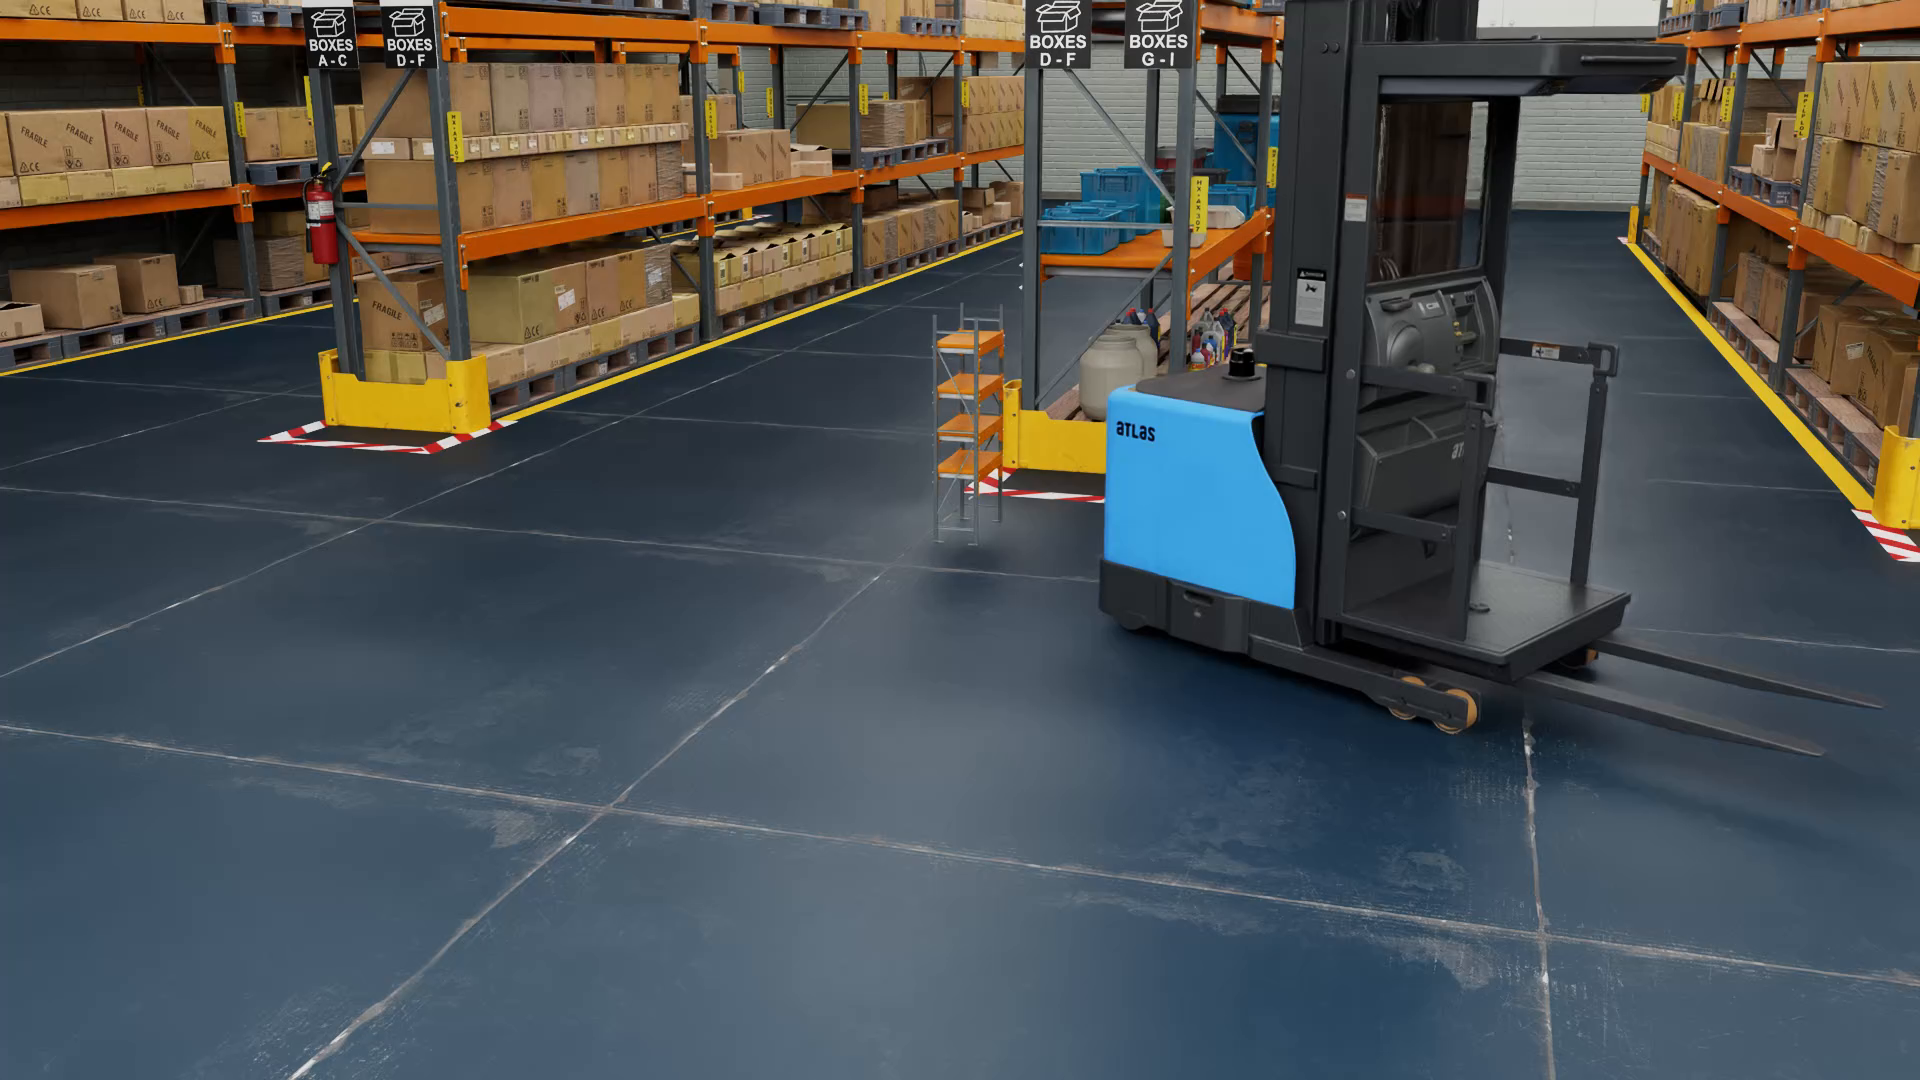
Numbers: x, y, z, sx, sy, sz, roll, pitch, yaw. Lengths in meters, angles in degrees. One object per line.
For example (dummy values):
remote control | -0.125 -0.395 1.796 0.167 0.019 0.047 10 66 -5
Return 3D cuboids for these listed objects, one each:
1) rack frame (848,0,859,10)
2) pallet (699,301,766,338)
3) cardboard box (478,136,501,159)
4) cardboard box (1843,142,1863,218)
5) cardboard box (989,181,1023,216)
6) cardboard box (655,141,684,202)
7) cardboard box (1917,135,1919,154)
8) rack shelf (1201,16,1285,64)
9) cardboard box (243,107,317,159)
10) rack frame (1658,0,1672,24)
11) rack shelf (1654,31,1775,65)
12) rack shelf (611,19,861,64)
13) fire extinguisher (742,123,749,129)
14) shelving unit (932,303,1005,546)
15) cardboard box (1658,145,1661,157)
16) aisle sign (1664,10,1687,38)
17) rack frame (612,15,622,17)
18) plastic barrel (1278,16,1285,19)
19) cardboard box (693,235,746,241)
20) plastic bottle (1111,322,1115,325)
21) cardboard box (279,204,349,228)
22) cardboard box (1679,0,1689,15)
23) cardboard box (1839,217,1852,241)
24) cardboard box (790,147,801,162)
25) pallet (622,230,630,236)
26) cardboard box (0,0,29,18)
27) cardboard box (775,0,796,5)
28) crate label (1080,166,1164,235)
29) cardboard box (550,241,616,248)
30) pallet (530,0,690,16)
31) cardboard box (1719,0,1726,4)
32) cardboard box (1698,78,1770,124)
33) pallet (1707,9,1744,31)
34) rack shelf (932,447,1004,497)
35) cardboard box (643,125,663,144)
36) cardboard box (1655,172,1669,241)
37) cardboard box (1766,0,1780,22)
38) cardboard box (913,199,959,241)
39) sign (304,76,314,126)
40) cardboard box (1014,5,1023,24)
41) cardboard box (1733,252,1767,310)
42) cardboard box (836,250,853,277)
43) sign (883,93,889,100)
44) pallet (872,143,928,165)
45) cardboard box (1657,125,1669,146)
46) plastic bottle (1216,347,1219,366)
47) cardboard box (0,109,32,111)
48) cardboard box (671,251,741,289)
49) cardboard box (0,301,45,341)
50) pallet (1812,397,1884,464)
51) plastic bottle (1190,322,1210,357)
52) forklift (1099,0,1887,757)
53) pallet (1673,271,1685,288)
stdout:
rack frame | -1.599 -7.241 17.866 1.000 3.000 0.127 5 16 16
pallet | -2.564 -2.162 16.066 1.003 0.211 1.213 5 16 16
cardboard box | -3.482 -2.777 11.751 0.380 0.149 0.250 4 16 14
cardboard box | 6.352 -2.350 10.890 0.875 0.500 0.500 5 16 16
cardboard box | 0.756 -5.295 25.776 0.500 0.500 0.500 5 16 16
cardboard box | -2.856 -3.239 14.570 0.700 0.500 0.500 4 16 14
cardboard box | 5.544 -2.328 8.978 0.500 0.500 0.500 5 16 16
rack shelf | 2.581 -4.543 15.171 1.077 0.370 4.000 5 16 16
cardboard box | -7.143 -4.227 17.246 0.700 0.500 0.500 6 17 22
rack frame | 10.171 -8.564 22.533 1.000 3.000 0.127 5 16 16
rack shelf | 9.603 -6.252 21.196 1.077 0.370 4.000 5 16 16
rack shelf | -2.167 -4.928 16.529 1.077 0.370 4.000 5 16 16
fire extinguisher | -3.591 -6.618 27.489 0.296 0.674 0.183 5 16 16
shelving unit | 0.047 -0.621 8.818 0.258 1.200 0.503 5 16 16
cardboard box | 9.245 -5.019 21.487 0.380 0.149 0.250 5 17 17
aisle sign | 9.904 -6.971 23.145 0.394 0.787 0.004 5 16 16
rack frame | -5.213 -8.670 22.906 1.000 3.000 0.127 5 16 16
plastic barrel | 3.011 -4.995 15.699 0.301 0.262 0.301 0 16 0
cardboard box | -2.463 -2.983 17.092 0.500 0.311 0.500 4 16 15
plastic bottle | 1.158 -1.472 12.570 0.144 0.351 0.185 5 17 18
cardboard box | -7.027 -3.507 18.096 0.500 0.250 0.500 4 16 14
cardboard box | 9.699 -7.002 21.387 0.700 0.500 0.500 3 16 12
cardboard box | 6.080 -2.056 11.042 0.380 0.149 0.250 5 16 16
cardboard box | -2.039 -4.093 17.925 0.500 0.311 0.500 4 16 15
pallet | -5.360 -4.235 23.373 1.003 0.211 1.213 5 16 16
cardboard box | -7.958 -4.487 13.436 0.500 0.500 0.500 5 17 18
cardboard box | -1.979 -5.517 16.791 0.500 0.250 0.500 4 16 15
crate label | 1.139 -2.396 11.714 0.502 0.435 0.616 5 16 16
cardboard box | -3.302 -2.319 14.405 0.500 0.500 0.500 5 16 16
pallet | -2.953 -4.483 13.804 1.003 0.211 1.213 5 16 16
cardboard box | 8.636 -5.954 18.220 0.500 0.311 0.500 4 16 14
cardboard box | 8.861 -4.995 18.920 0.797 0.503 0.637 4 16 14
pallet | 8.345 -5.403 17.230 1.003 0.211 1.213 5 17 18
rack shelf | 0.047 -0.365 8.891 0.258 0.148 0.480 5 16 16
cardboard box | -2.752 -3.447 14.114 0.380 0.149 0.250 4 16 14
cardboard box | 9.807 -4.446 22.133 0.875 0.875 0.875 5 16 16
cardboard box | 7.237 -4.583 14.270 0.500 0.250 0.500 5 17 17
cardboard box | -0.328 -4.259 22.122 0.500 0.500 0.500 5 16 16
sign | -4.389 -2.978 11.276 0.100 0.325 0.005 5 16 16
cardboard box | 0.631 -7.774 24.602 0.500 0.250 0.500 5 16 16
cardboard box | 7.727 -2.418 15.630 0.700 0.500 0.500 4 16 13
cardboard box | -1.515 -3.077 18.450 0.500 0.250 0.500 5 17 17
sign | -0.985 -5.857 22.397 0.100 0.325 0.005 5 16 16
pallet | -1.051 -4.771 20.506 1.003 0.211 1.213 5 16 16
cardboard box | 9.345 -5.240 21.536 0.500 0.250 0.500 4 16 15
plastic bottle | 1.902 -1.387 12.546 0.097 0.201 0.097 0 16 0
cardboard box | -8.255 -3.481 14.469 0.500 0.500 0.500 5 17 17
cardboard box | -2.380 -2.546 15.549 0.500 0.311 0.500 5 16 16
cardboard box | -8.178 -1.886 14.103 0.500 0.311 0.500 6 17 20
pallet | 6.259 -0.699 10.905 1.003 0.211 1.213 5 16 16
plastic bottle | 1.902 -1.588 13.116 0.152 0.276 0.135 5 16 16
forklift | 2.018 -0.840 6.418 1.130 2.935 3.031 -15 22 -43
pallet | 8.887 -3.083 19.310 1.003 0.211 1.213 5 16 16
